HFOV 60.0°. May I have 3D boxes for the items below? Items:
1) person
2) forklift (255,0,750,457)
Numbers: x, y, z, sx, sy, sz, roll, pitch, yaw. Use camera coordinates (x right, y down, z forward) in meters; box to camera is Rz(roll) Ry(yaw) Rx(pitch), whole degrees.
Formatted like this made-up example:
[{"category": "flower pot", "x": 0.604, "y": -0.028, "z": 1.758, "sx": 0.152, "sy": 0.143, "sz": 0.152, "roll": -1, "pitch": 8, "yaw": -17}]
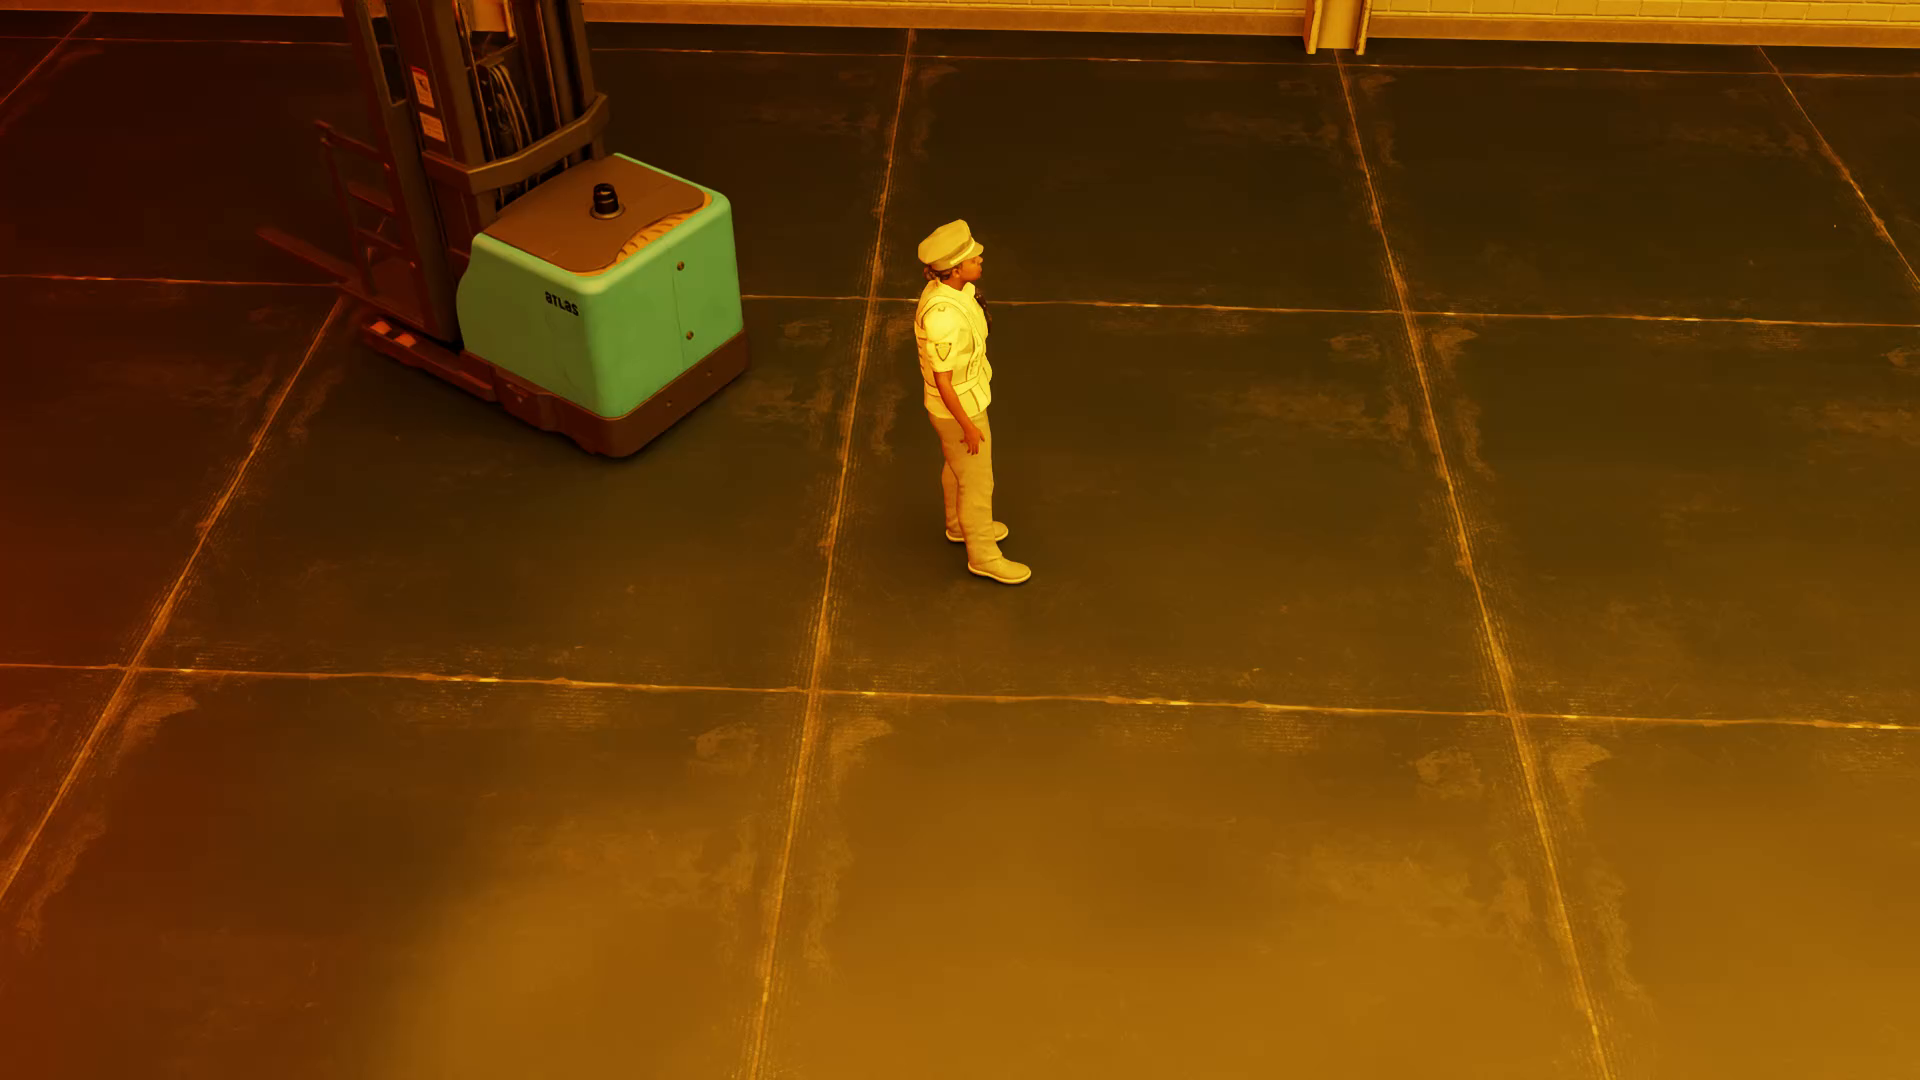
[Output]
[{"category": "person", "x": 0.074, "y": -0.615, "z": 7.323, "sx": 0.530, "sy": 1.695, "sz": 0.569, "roll": 2, "pitch": 42, "yaw": 2}, {"category": "forklift", "x": -2.614, "y": -2.287, "z": 8.248, "sx": 3.031, "sy": 2.935, "sz": 1.130, "roll": 25, "pitch": 48, "yaw": 25}]
